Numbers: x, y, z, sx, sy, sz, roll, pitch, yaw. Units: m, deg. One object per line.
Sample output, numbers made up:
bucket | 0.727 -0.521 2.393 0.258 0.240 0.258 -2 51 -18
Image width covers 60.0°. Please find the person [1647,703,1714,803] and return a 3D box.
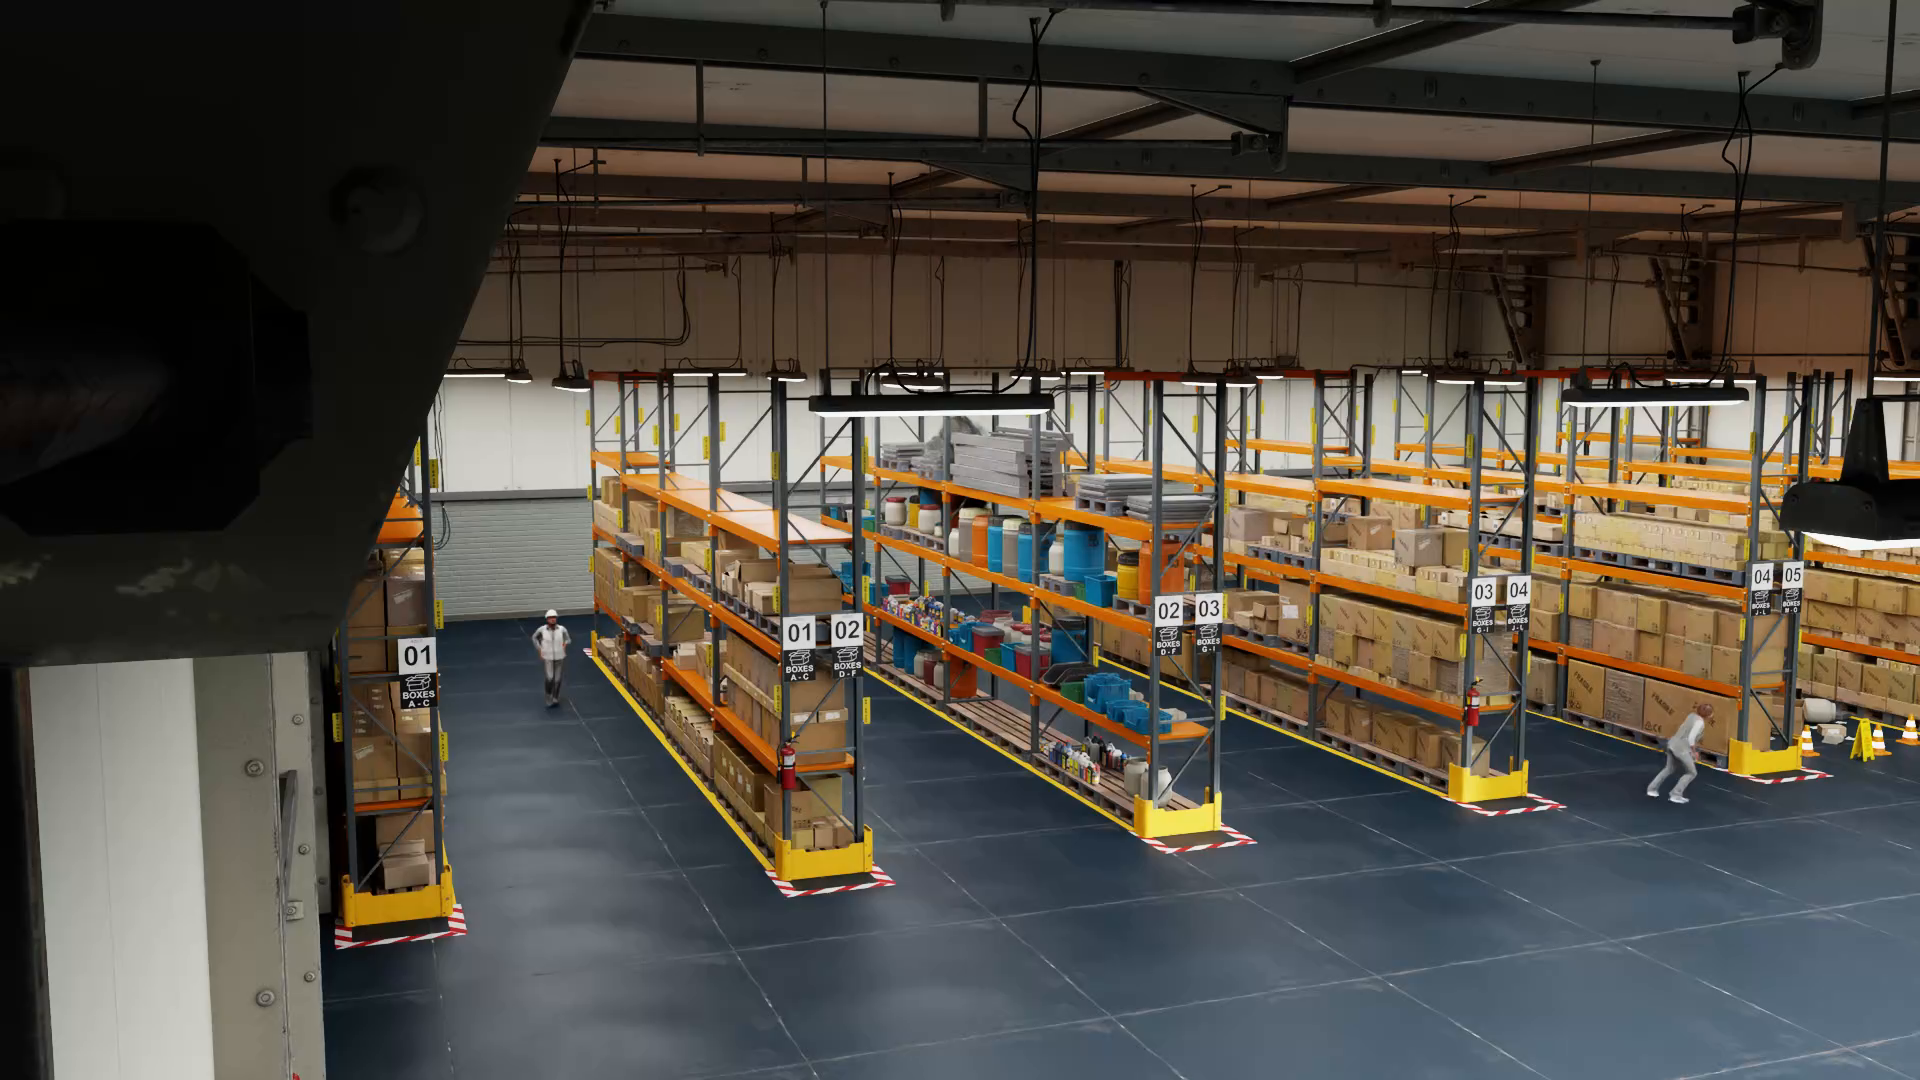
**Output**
person | 10.182 3.002 23.506 0.778 1.457 0.586 0 6 0

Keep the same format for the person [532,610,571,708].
person | -7.316 2.131 29.876 0.675 1.760 0.682 -2 7 -19
